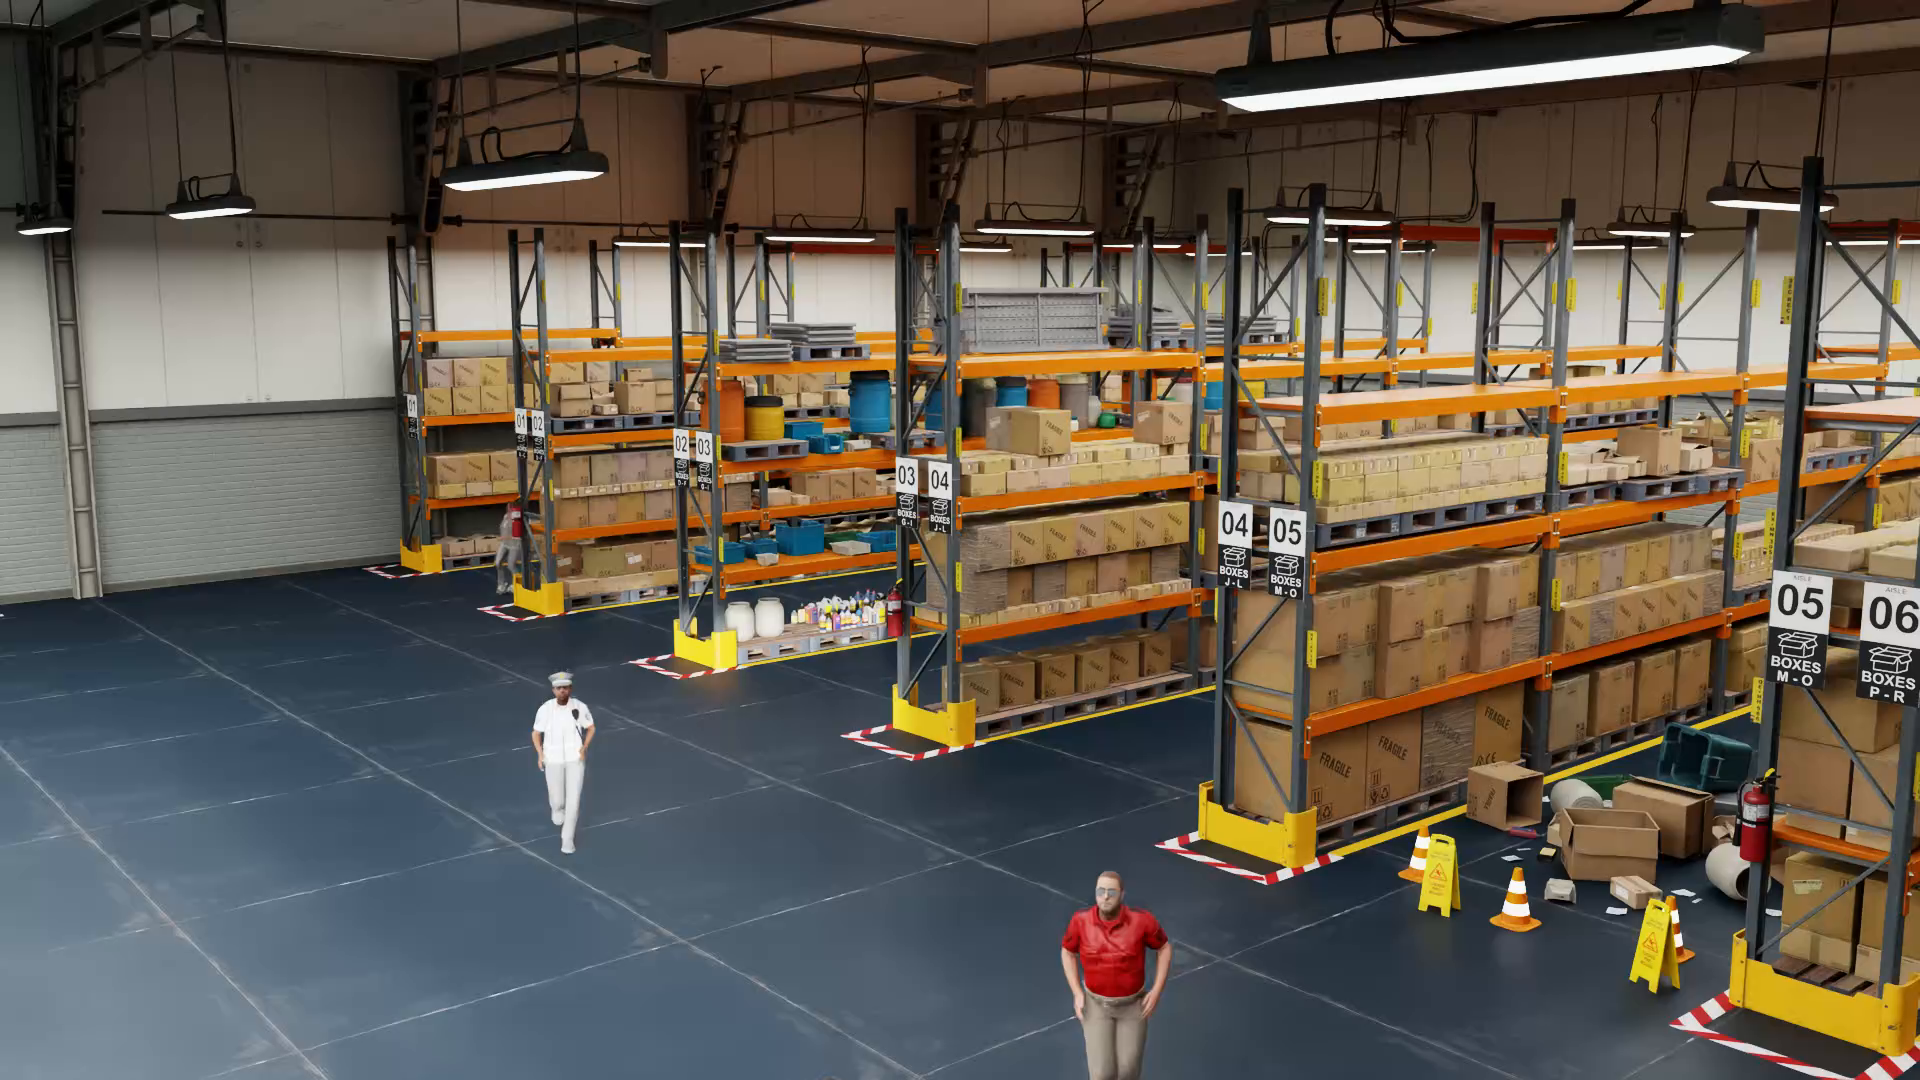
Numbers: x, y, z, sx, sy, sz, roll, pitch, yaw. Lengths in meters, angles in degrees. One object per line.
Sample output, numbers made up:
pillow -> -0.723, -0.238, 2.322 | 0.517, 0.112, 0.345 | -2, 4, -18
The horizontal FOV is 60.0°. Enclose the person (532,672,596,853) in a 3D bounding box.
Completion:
person -> -3.650, 2.012, 15.369 | 0.575, 1.662, 0.589 | -2, 9, -15

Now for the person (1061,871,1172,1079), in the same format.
person -> 0.946, 2.806, 10.122 | 0.669, 1.713, 0.645 | 2, 9, 10

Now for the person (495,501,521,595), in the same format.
person -> -7.497, 0.134, 27.800 | 0.531, 1.598, 0.616 | 4, 10, 26
